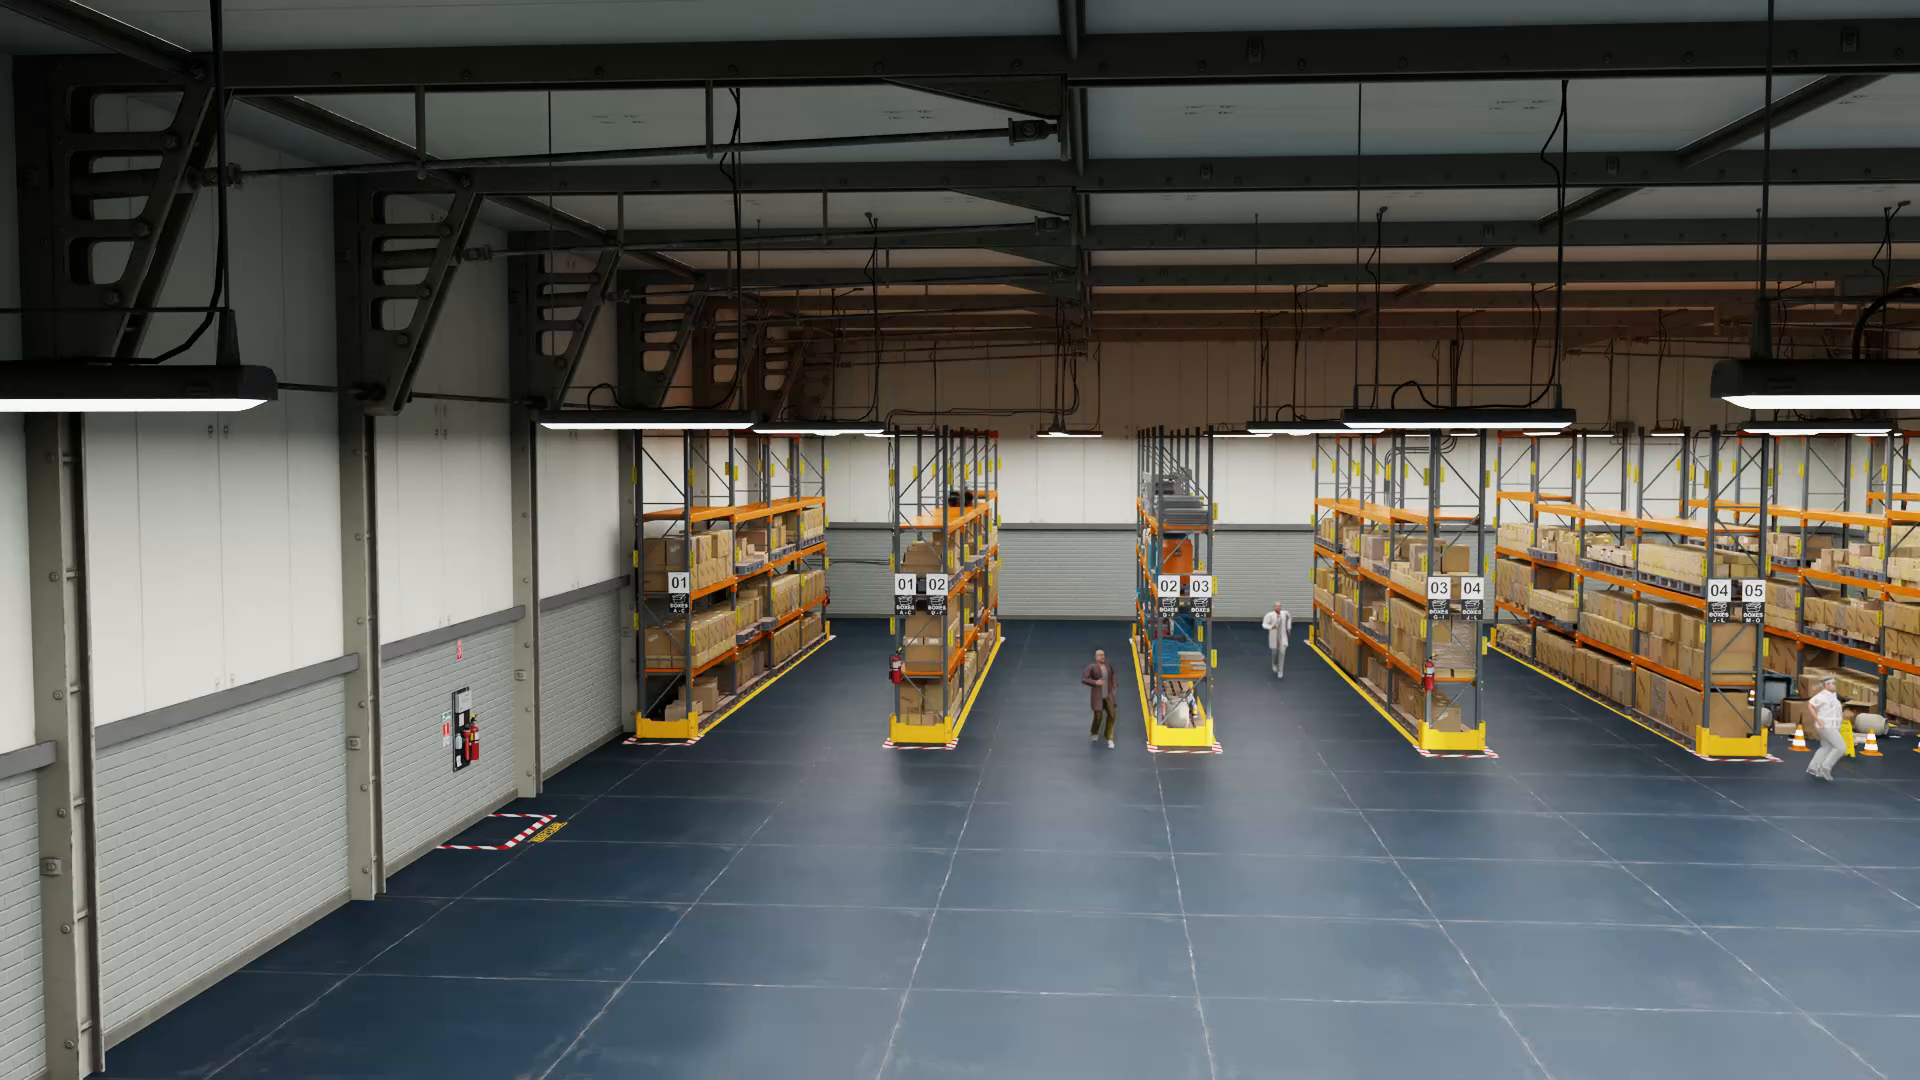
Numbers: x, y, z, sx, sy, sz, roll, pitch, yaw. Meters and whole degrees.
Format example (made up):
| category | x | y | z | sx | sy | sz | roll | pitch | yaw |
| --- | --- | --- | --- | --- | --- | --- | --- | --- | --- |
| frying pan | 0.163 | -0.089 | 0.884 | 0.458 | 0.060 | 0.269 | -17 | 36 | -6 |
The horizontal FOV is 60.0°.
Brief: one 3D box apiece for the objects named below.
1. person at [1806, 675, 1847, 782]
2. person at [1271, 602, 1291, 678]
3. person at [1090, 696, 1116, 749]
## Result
| category | x | y | z | sx | sy | sz | roll | pitch | yaw |
| --- | --- | --- | --- | --- | --- | --- | --- | --- | --- |
| person | 14.609 | 3.163 | 27.980 | 0.638 | 1.806 | 0.616 | 3 | 4 | 39 |
| person | 7.722 | 2.408 | 40.490 | 0.699 | 1.828 | 0.971 | 0 | 3 | 0 |
| person | 2.654 | 3.330 | 31.214 | 0.379 | 1.115 | 0.800 | -1 | 4 | -21 |
